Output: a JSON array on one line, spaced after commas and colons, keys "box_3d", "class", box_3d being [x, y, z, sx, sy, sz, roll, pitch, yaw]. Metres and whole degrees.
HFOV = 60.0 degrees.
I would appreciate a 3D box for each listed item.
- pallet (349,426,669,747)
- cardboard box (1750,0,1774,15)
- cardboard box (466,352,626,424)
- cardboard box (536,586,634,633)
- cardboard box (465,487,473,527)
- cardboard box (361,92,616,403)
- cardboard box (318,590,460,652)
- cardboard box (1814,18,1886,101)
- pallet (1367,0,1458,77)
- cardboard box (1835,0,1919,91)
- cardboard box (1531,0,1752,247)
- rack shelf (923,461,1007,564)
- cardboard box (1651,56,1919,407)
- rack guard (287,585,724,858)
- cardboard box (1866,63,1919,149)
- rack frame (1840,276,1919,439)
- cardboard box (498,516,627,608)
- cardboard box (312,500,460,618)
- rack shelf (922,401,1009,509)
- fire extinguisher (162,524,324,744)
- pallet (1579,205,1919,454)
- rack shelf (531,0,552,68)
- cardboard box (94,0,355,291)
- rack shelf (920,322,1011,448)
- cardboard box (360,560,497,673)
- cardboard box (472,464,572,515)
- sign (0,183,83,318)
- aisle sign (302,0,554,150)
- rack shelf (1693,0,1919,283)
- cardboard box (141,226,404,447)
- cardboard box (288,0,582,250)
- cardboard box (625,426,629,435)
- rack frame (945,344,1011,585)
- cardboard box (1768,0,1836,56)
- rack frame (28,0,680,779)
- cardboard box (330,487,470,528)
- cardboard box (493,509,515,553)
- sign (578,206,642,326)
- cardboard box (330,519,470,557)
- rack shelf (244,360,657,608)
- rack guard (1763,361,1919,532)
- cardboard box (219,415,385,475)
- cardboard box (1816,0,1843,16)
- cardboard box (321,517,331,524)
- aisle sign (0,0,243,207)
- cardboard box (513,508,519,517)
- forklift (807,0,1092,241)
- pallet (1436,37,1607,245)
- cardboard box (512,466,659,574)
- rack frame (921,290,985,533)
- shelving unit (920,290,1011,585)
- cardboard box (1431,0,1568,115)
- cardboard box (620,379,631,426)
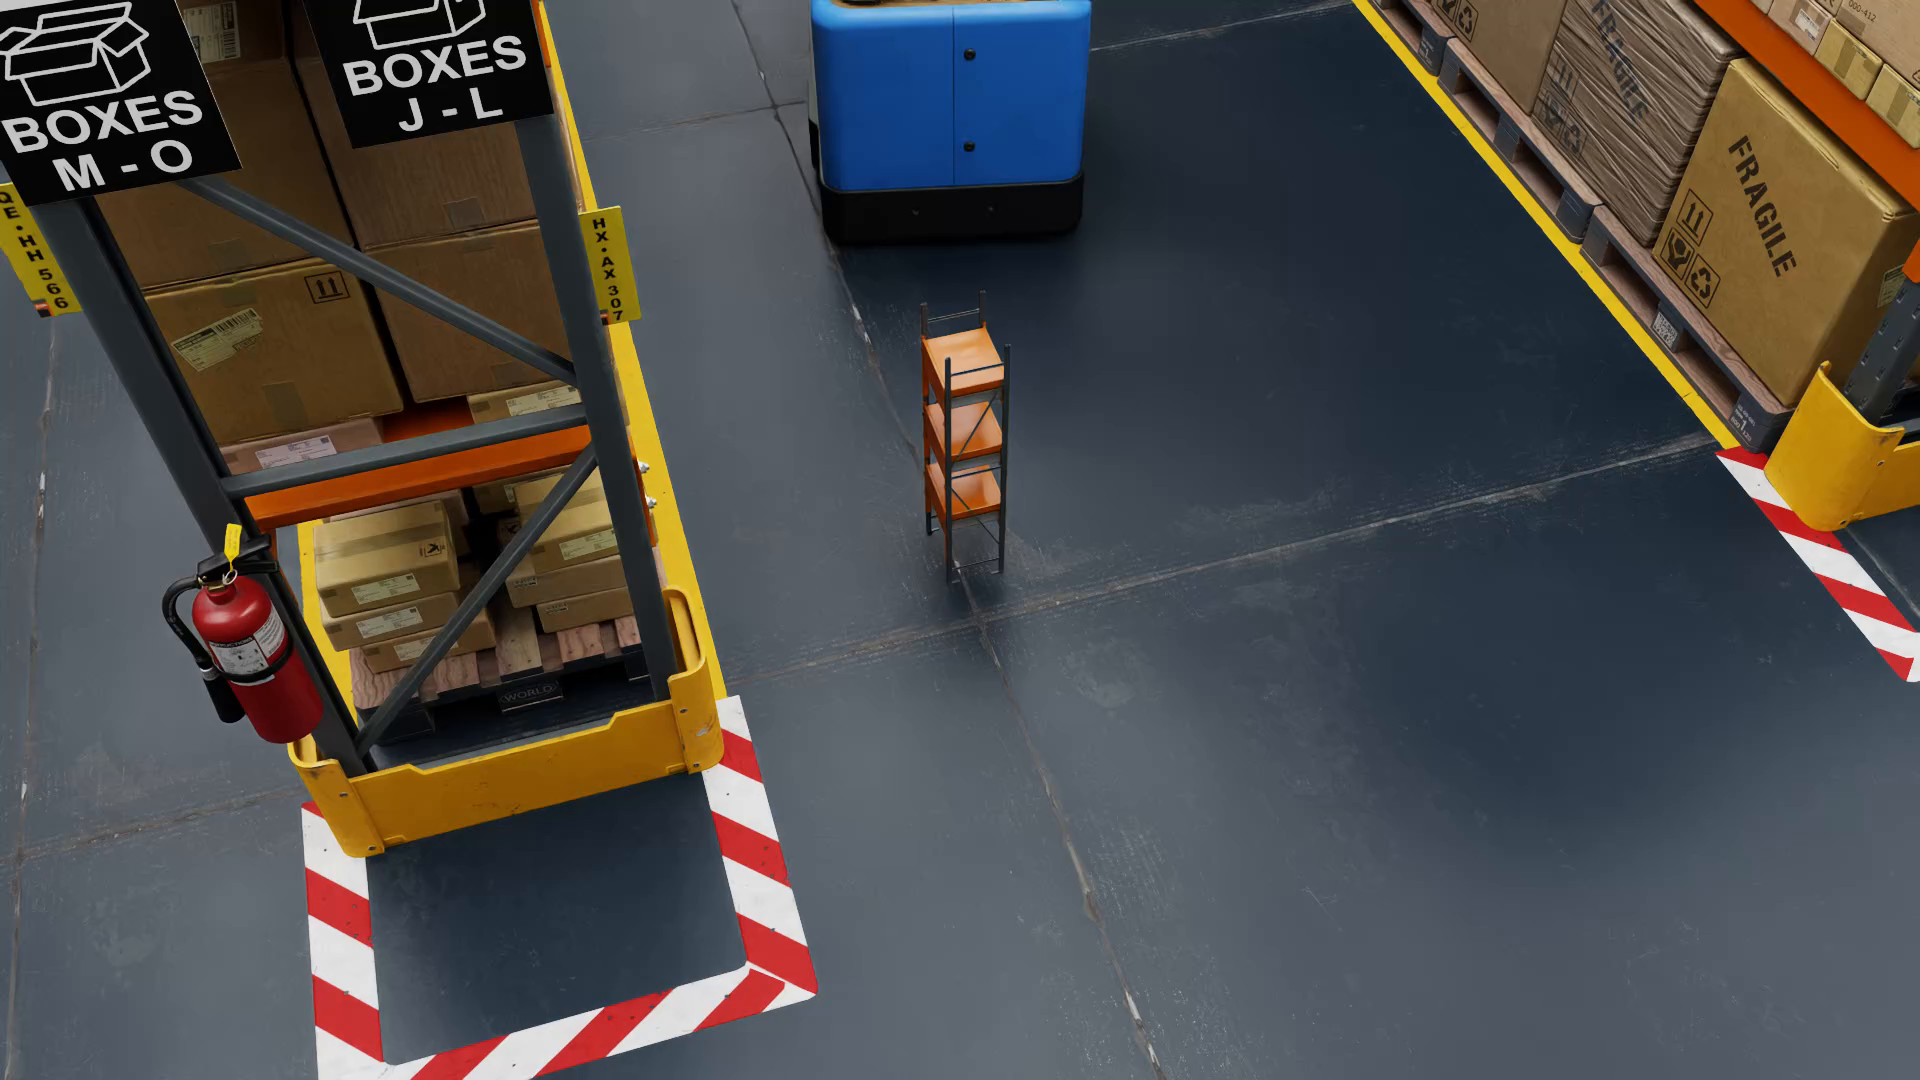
[{"box_3d": [-1.535, 0.033, 5.584, 1.003, 0.211, 1.213, -13, 51, -11], "class": "pallet"}, {"box_3d": [2.817, -1.918, 5.569, 0.380, 0.149, 0.250, -13, 51, -10], "class": "cardboard box"}, {"box_3d": [-1.089, -0.439, 4.322, 0.380, 0.149, 0.250, -14, 51, -11], "class": "cardboard box"}, {"box_3d": [-1.155, 0.119, 5.278, 0.380, 0.149, 0.250, -12, 51, -10], "class": "cardboard box"}, {"box_3d": [-1.830, -0.140, 5.496, 0.380, 0.149, 0.250, -14, 51, -11], "class": "cardboard box"}, {"box_3d": [-1.175, -0.728, 4.142, 0.500, 0.500, 0.500, -11, 51, -9], "class": "cardboard box"}, {"box_3d": [-1.735, 0.157, 5.051, 0.380, 0.149, 0.250, -15, 51, -12], "class": "cardboard box"}, {"box_3d": [2.963, -1.551, 5.260, 0.380, 0.149, 0.250, -13, 51, -11], "class": "cardboard box"}, {"box_3d": [2.429, -2.706, 7.894, 1.003, 0.211, 1.213, -13, 51, -11], "class": "pallet"}, {"box_3d": [3.065, -1.598, 5.039, 0.500, 0.250, 0.500, -14, 51, -12], "class": "cardboard box"}, {"box_3d": [2.927, -1.821, 6.439, 0.875, 0.875, 0.875, -13, 51, -11], "class": "cardboard box"}, {"box_3d": [0.016, -0.113, 5.536, 0.215, 0.259, 0.240, -13, 51, -11], "class": "rack shelf"}, {"box_3d": [3.196, -1.157, 5.878, 0.875, 0.875, 0.875, -13, 51, -11], "class": "cardboard box"}, {"box_3d": [-1.329, 0.541, 4.967, 1.175, 0.500, 0.348, -13, 51, -11], "class": "rack guard"}, {"box_3d": [3.042, -1.362, 5.100, 0.380, 0.149, 0.250, -12, 51, -10], "class": "cardboard box"}, {"box_3d": [3.462, -1.257, 4.848, 1.000, 3.000, 0.127, -13, 51, -11], "class": "rack frame"}, {"box_3d": [-1.216, 0.038, 5.152, 0.380, 0.149, 0.250, -11, 51, -9], "class": "cardboard box"}, {"box_3d": [-1.705, 0.053, 4.944, 0.380, 0.149, 0.250, -13, 51, -11], "class": "cardboard box"}, {"box_3d": [0.016, -0.292, 5.324, 0.215, 0.259, 0.240, -13, 51, -11], "class": "rack shelf"}, {"box_3d": [-1.673, 0.224, 3.894, 0.296, 0.674, 0.183, -13, 51, -11], "class": "fire extinguisher"}, {"box_3d": [3.150, -0.924, 6.391, 1.003, 0.211, 1.213, -13, 51, -11], "class": "pallet"}, {"box_3d": [-1.898, -2.405, 4.324, 1.077, 0.370, 4.000, -13, 51, -11], "class": "rack shelf"}, {"box_3d": [-1.679, -0.938, 3.665, 0.500, 0.500, 0.500, -14, 51, -12], "class": "cardboard box"}, {"box_3d": [0.016, -0.475, 5.107, 0.215, 0.259, 0.240, -13, 51, -11], "class": "rack shelf"}, {"box_3d": [-1.661, 0.237, 5.178, 0.380, 0.149, 0.250, -13, 51, -10], "class": "cardboard box"}, {"box_3d": [-1.333, -0.251, 5.201, 0.380, 0.149, 0.250, -12, 51, -10], "class": "cardboard box"}, {"box_3d": [-1.842, -0.573, 3.307, 0.100, 0.325, 0.005, -13, 51, -11], "class": "sign"}, {"box_3d": [-0.998, -1.062, 2.983, 0.394, 0.787, 0.004, -13, 51, -11], "class": "aisle sign"}, {"box_3d": [2.870, -2.486, 6.354, 1.077, 0.370, 4.000, -13, 51, -11], "class": "rack shelf"}, {"box_3d": [-1.685, -0.607, 4.040, 0.500, 0.500, 0.500, -12, 51, -10], "class": "cardboard box"}, {"box_3d": [-1.185, -1.048, 3.757, 0.500, 0.500, 0.500, -14, 51, -11], "class": "cardboard box"}, {"box_3d": [-1.362, -0.445, 5.753, 0.380, 0.149, 0.250, -13, 51, -11], "class": "cardboard box"}, {"box_3d": [0.052, -0.210, 5.241, 0.200, 1.050, 0.008, -13, 51, -11], "class": "rack frame"}, {"box_3d": [2.890, -1.736, 5.415, 0.380, 0.149, 0.250, -13, 51, -11], "class": "cardboard box"}, {"box_3d": [-1.306, -0.209, 3.964, 1.000, 3.000, 0.127, -13, 51, -11], "class": "rack frame"}, {"box_3d": [-1.724, -0.143, 5.110, 0.380, 0.149, 0.250, -12, 51, -10], "class": "cardboard box"}, {"box_3d": [-1.311, -0.053, 5.423, 0.380, 0.149, 0.250, -13, 51, -11], "class": "cardboard box"}, {"box_3d": [-0.788, -0.611, 3.737, 0.100, 0.325, 0.005, -13, 51, -11], "class": "sign"}, {"box_3d": [-1.761, -0.046, 5.222, 0.380, 0.149, 0.250, -14, 51, -12], "class": "cardboard box"}, {"box_3d": [-1.898, -1.438, 5.471, 1.077, 0.370, 4.000, -13, 51, -11], "class": "rack shelf"}, {"box_3d": [3.469, -0.434, 5.789, 1.175, 0.500, 0.348, -13, 51, -11], "class": "rack guard"}, {"box_3d": [-1.673, -0.302, 4.207, 0.380, 0.149, 0.250, -13, 51, -11], "class": "cardboard box"}, {"box_3d": [2.915, -1.969, 5.352, 0.500, 0.250, 0.500, -14, 51, -12], "class": "cardboard box"}, {"box_3d": [-1.890, -0.222, 5.370, 0.380, 0.149, 0.250, -15, 52, -12], "class": "cardboard box"}, {"box_3d": [-1.571, -0.926, 2.868, 0.394, 0.787, 0.004, -13, 51, -11], "class": "aisle sign"}, {"box_3d": [-1.243, -0.175, 5.331, 0.380, 0.149, 0.250, -14, 51, -11], "class": "cardboard box"}, {"box_3d": [-0.131, -3.275, 6.594, 1.130, 2.935, 3.031, -3, 50, -3], "class": "forklift"}, {"box_3d": [2.793, -1.814, 7.141, 1.003, 0.211, 1.213, -13, 51, -11], "class": "pallet"}, {"box_3d": [-1.137, -0.077, 5.054, 0.380, 0.149, 0.250, -15, 52, -13], "class": "cardboard box"}, {"box_3d": [-0.020, -0.388, 5.391, 0.200, 1.050, 0.008, -13, 51, -11], "class": "rack frame"}, {"box_3d": [0.016, -0.299, 5.316, 0.215, 1.050, 0.252, -13, 51, -11], "class": "shelving unit"}, {"box_3d": [2.664, -2.471, 6.987, 0.875, 0.875, 0.875, -13, 51, -11], "class": "cardboard box"}, {"box_3d": [-1.285, -0.464, 5.380, 0.380, 0.149, 0.250, -13, 51, -11], "class": "cardboard box"}]
